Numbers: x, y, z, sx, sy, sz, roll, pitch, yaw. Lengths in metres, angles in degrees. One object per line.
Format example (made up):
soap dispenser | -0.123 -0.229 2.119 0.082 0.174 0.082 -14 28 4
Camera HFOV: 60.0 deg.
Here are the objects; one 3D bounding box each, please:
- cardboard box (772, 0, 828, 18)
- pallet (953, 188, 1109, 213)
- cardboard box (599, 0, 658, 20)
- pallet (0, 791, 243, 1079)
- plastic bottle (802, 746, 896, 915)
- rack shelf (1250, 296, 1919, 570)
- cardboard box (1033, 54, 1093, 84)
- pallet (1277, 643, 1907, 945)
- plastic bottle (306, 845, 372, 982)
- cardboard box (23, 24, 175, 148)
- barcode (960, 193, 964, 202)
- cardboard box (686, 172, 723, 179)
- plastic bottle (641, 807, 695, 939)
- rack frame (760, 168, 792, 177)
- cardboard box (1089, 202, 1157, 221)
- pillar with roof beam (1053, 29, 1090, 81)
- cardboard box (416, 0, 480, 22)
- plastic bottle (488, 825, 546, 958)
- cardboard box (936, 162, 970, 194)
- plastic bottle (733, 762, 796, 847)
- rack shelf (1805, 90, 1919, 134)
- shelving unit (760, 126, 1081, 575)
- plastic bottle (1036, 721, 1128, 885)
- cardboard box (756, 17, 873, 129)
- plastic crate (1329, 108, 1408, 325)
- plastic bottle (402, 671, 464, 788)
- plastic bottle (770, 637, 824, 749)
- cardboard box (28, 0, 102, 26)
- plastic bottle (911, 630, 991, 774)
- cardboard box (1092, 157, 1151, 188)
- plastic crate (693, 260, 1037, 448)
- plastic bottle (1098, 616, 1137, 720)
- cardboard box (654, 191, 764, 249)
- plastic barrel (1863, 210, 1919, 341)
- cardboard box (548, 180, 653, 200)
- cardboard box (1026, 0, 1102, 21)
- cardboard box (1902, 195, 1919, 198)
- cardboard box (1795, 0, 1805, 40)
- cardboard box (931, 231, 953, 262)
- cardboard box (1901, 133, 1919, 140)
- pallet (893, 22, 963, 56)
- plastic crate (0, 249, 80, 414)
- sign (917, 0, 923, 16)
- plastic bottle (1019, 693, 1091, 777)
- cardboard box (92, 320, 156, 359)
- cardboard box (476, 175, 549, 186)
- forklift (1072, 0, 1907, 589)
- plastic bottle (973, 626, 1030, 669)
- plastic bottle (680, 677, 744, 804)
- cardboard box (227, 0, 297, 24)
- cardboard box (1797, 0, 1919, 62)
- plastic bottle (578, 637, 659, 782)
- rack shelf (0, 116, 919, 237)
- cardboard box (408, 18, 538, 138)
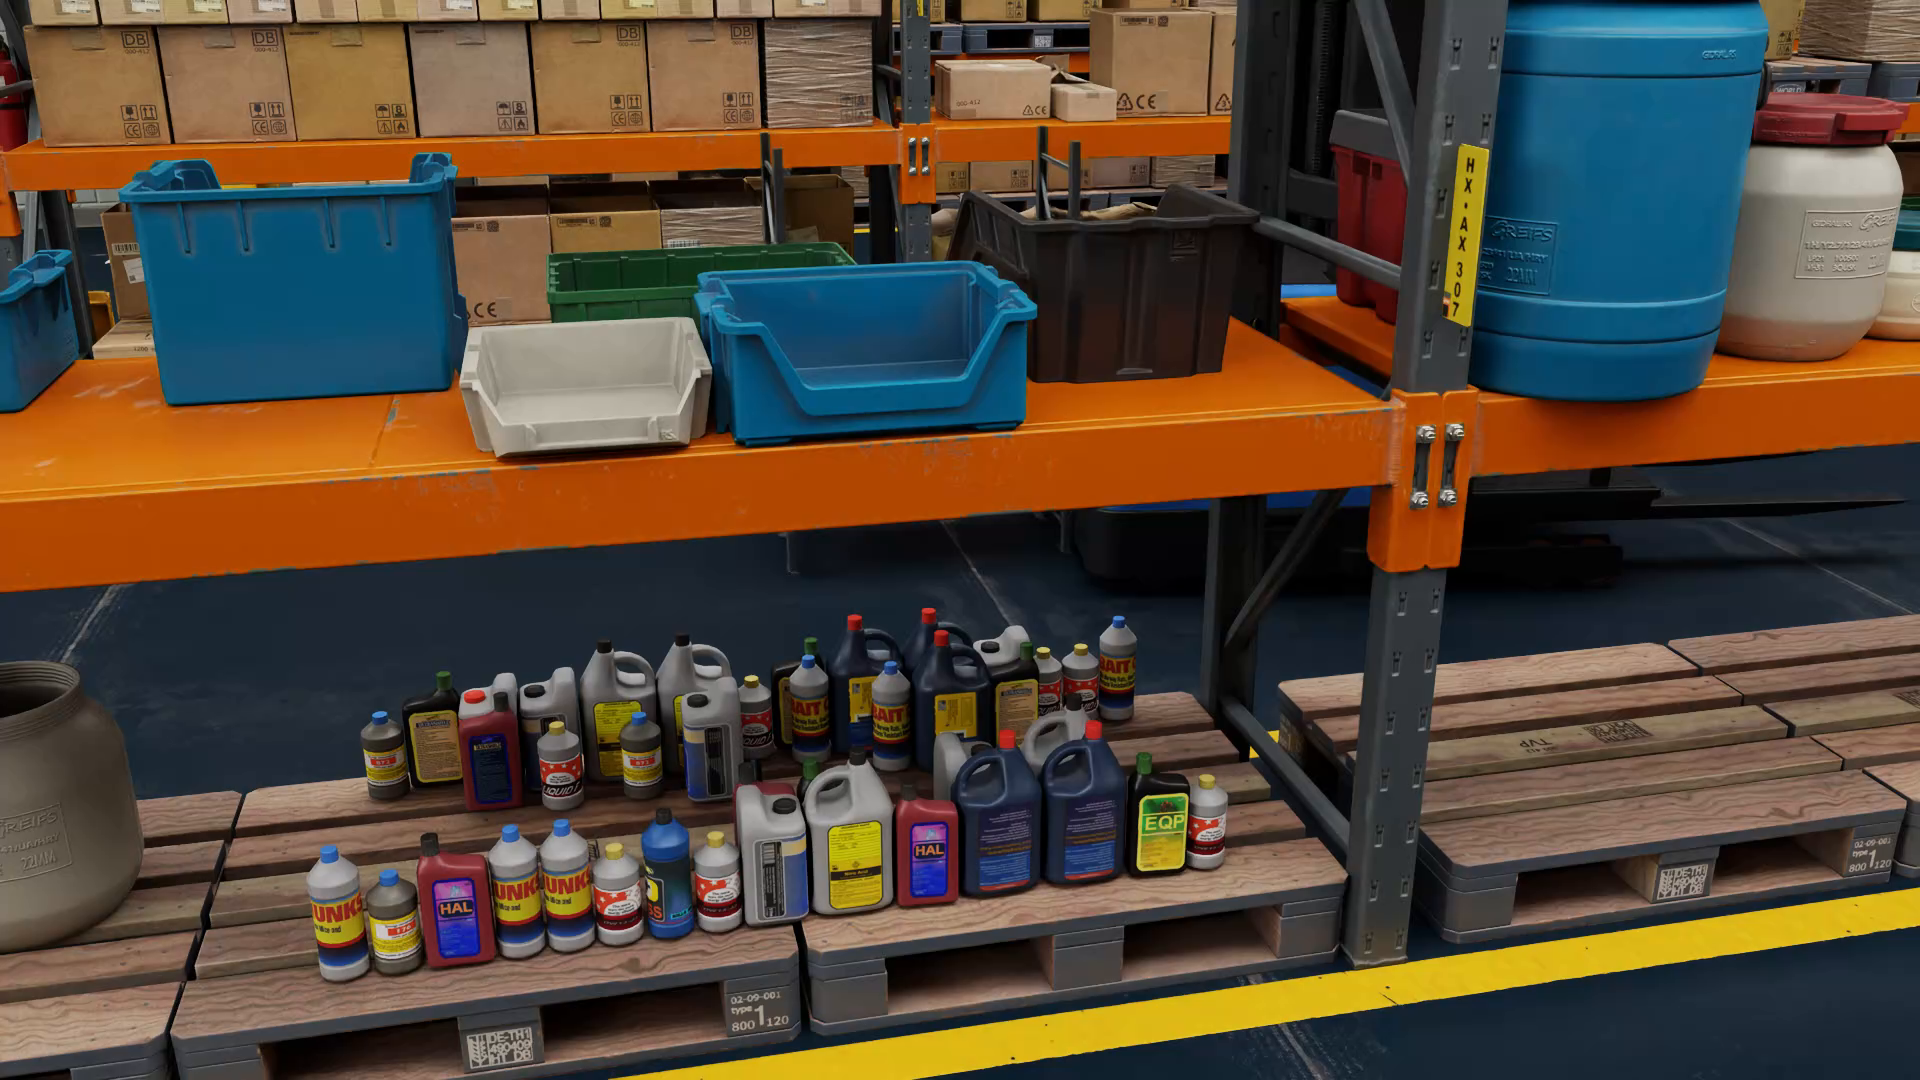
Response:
cardboard box | -0.767 -2.520 7.745 0.250 0.149 0.380 -5 21 -14
pallet | 0.492 -2.789 13.622 1.213 0.211 1.003 -5 21 -12
cardboard box | -1.517 -2.459 7.578 0.250 0.149 0.380 -5 21 -13
pallet | -2.212 0.919 3.498 1.213 0.211 1.003 -5 21 -12
plastic bottle | -0.236 0.603 3.519 0.185 0.351 0.144 -5 21 -13
rack shelf | 2.772 -0.443 4.208 4.000 0.370 1.077 -5 21 -12
cardboard box | 0.502 -2.349 8.561 0.258 0.266 0.396 -5 21 -14
pallet | 1.581 0.612 4.337 1.213 0.211 1.003 -5 21 -12
plastic bottle | -1.231 0.730 3.289 0.097 0.271 0.097 0 20 0
cardboard box | -3.746 -2.044 7.387 0.500 0.500 0.700 -5 21 -12
barcode | 0.033 -1.645 8.043 0.075 0.075 0.001 -5 21 -12
cardboard box | -1.968 -2.762 12.974 0.250 0.166 0.380 -7 21 -20
plastic bottle | -0.603 0.679 3.428 0.097 0.271 0.097 0 20 0
rack frame | -1.454 -3.939 12.705 0.127 3.000 1.000 -5 21 -12
cardboard box | 1.008 -1.660 9.057 0.500 0.311 0.500 -5 21 -13
pillar with roof beam | 1.965 -5.818 9.113 0.400 9.000 9.100 -5 21 -12
cardboard box | -2.276 -2.396 7.406 0.250 0.149 0.380 -4 21 -12
plastic bottle | -0.898 0.702 3.363 0.097 0.271 0.097 0 20 0
cardboard box | -0.251 -3.093 13.391 0.500 0.500 0.700 -5 21 -14
plastic bottle | -0.420 0.611 3.596 0.133 0.283 0.061 -5 21 -12
rack shelf | 5.528 -2.418 9.600 4.000 0.370 1.077 -5 21 -12
shelving unit | -0.150 -0.700 6.045 1.048 1.500 0.538 -4 20 -11
plastic bottle | 0.265 0.562 3.630 0.185 0.351 0.144 -5 21 -14
cardboard box | -0.741 -2.290 8.061 0.500 0.500 0.700 -5 21 -14
plastic crate | 1.226 -0.793 4.026 0.583 0.464 0.402 -5 21 -12
plastic bottle | -1.271 0.456 4.019 0.133 0.283 0.061 -4 21 -11
plastic bottle | -0.410 0.386 4.210 0.133 0.283 0.061 -4 20 -10
cardboard box | -3.772 -2.275 7.075 0.250 0.149 0.380 -5 21 -13
plastic bottle | -0.023 0.388 4.106 0.185 0.351 0.144 -5 21 -12
cardboard box | 1.221 -3.212 13.716 0.500 0.500 0.700 -5 21 -13
plastic crate | -0.189 -0.374 3.191 0.616 0.251 0.499 -5 21 -12
plastic bottle | 0.414 0.331 4.378 0.097 0.271 0.097 0 20 0
cardboard box | -1.201 -1.393 8.054 0.500 0.500 0.500 -5 21 -12
plastic barrel | 2.149 -0.611 3.822 0.301 0.262 0.301 0 20 0
cardboard box | -1.807 -1.528 8.421 0.500 0.500 0.500 -5 21 -12
cardboard box | 0.776 -4.362 13.077 0.500 0.500 0.700 -5 21 -12
cardboard box | 5.595 -1.695 9.575 0.500 0.500 0.500 -5 21 -14
cardboard box | 6.863 -4.750 14.485 0.700 0.700 0.980 -4 21 -12
cardboard box | 0.149 -1.399 8.346 0.500 0.311 0.500 -5 21 -12
cardboard box | 8.589 -3.743 15.196 0.500 0.500 0.700 -5 21 -14
pallet | -0.677 -3.860 12.771 1.213 0.211 1.003 -5 21 -12
plastic crate | -2.016 -0.425 3.330 0.408 0.251 0.499 -5 21 -12
sign | -0.182 -2.539 7.510 0.005 0.325 0.100 -5 21 -12
plastic bottle | 0.232 0.514 3.762 0.185 0.351 0.144 -5 21 -12
cardboard box | -3.631 -0.838 7.629 0.500 0.250 0.500 -5 21 -12
cardboard box | -3.373 -2.766 12.499 0.500 0.500 0.700 -6 21 -16
forklift | 1.923 -1.390 5.848 3.031 2.935 1.130 -1 20 -4
plastic bottle | 0.106 0.363 4.282 0.135 0.276 0.152 -4 20 -11
plastic bottle | -0.595 0.471 3.988 0.135 0.276 0.152 -5 21 -12
cardboard box | -3.027 -2.335 7.239 0.250 0.149 0.380 -5 21 -13
cardboard box | 5.103 -2.937 9.217 0.500 0.500 0.700 -1 20 -2
plastic bottle | -0.834 0.403 4.064 0.185 0.351 0.144 -4 20 -10
rack shelf | -2.257 -1.785 7.871 4.000 0.370 1.077 -5 21 -12
cardboard box | -2.240 -2.167 7.724 0.500 0.500 0.700 -4 21 -11
